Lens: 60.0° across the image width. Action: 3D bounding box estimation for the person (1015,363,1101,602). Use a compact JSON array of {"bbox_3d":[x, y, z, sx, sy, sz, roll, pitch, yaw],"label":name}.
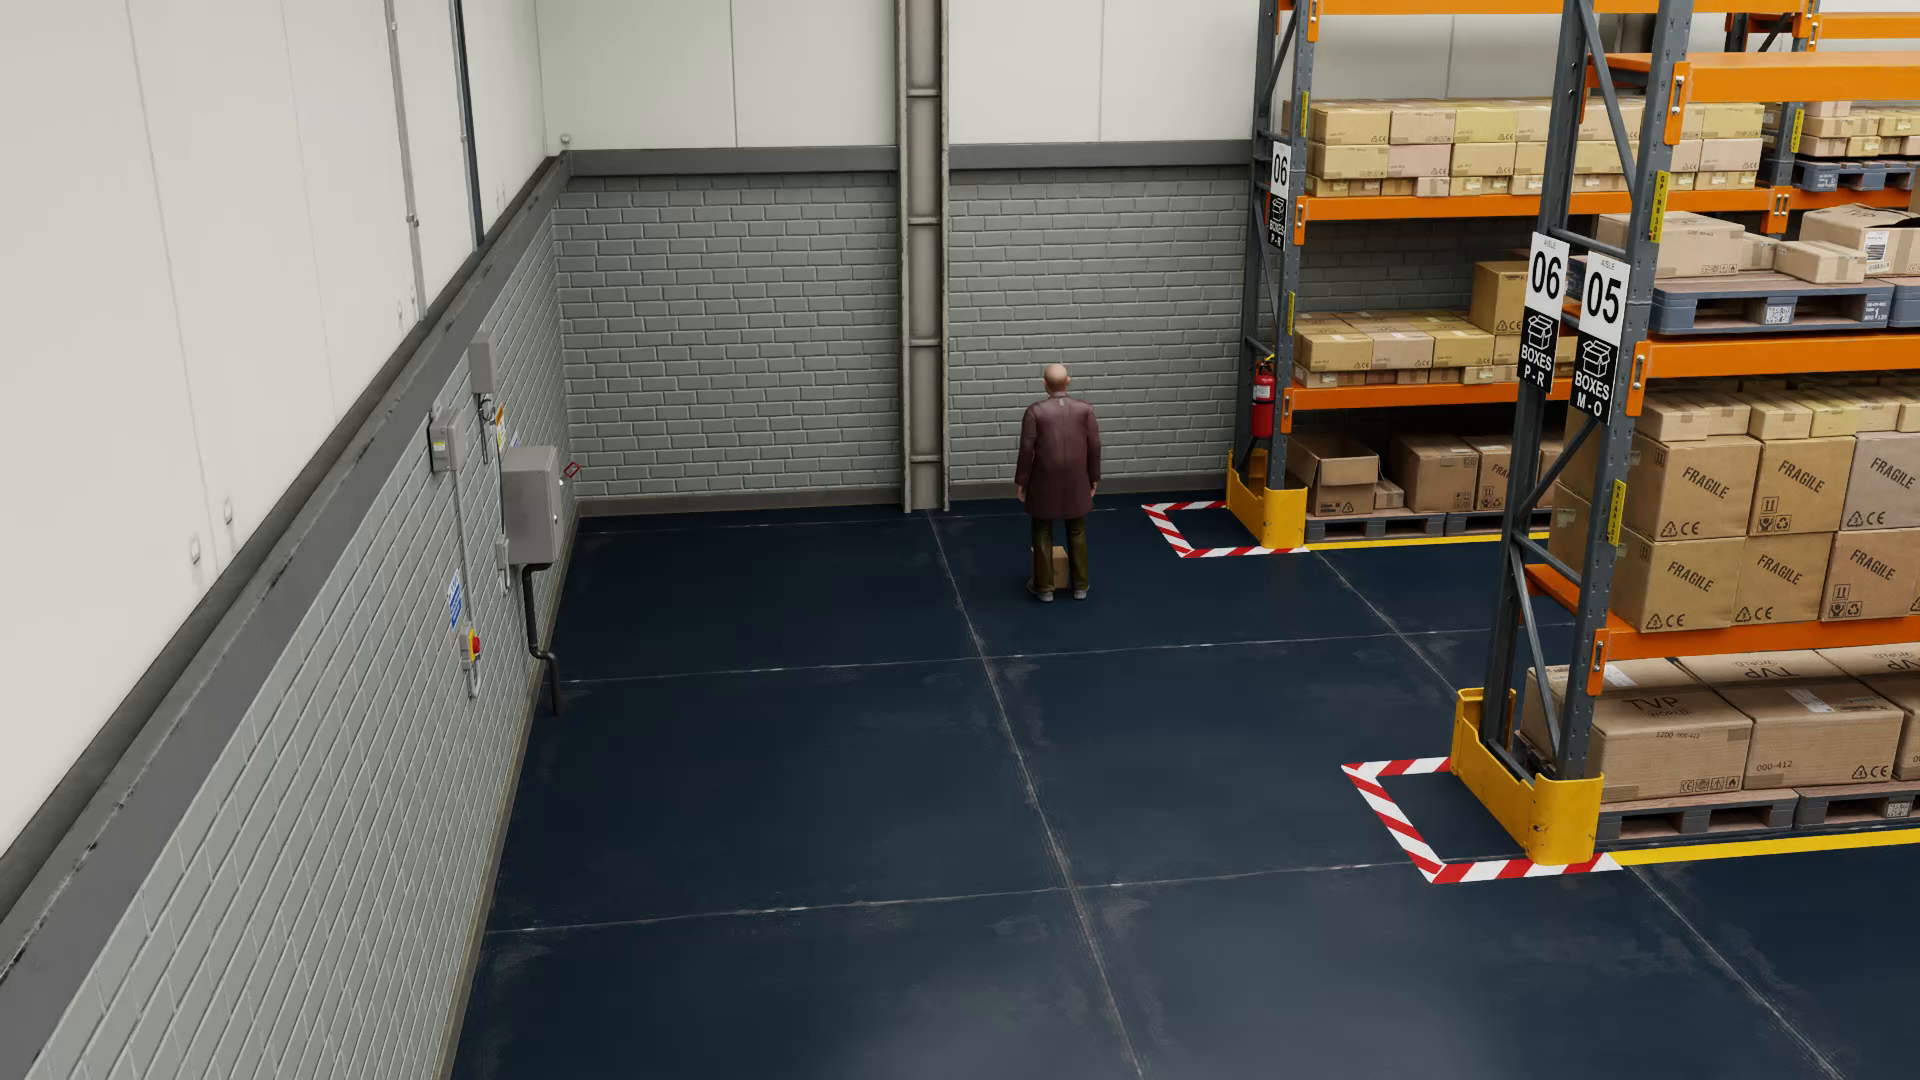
[{"bbox_3d":[0.723,-0.424,12.277,0.648,1.774,0.419,-3,20,-8],"label":"person"}]
